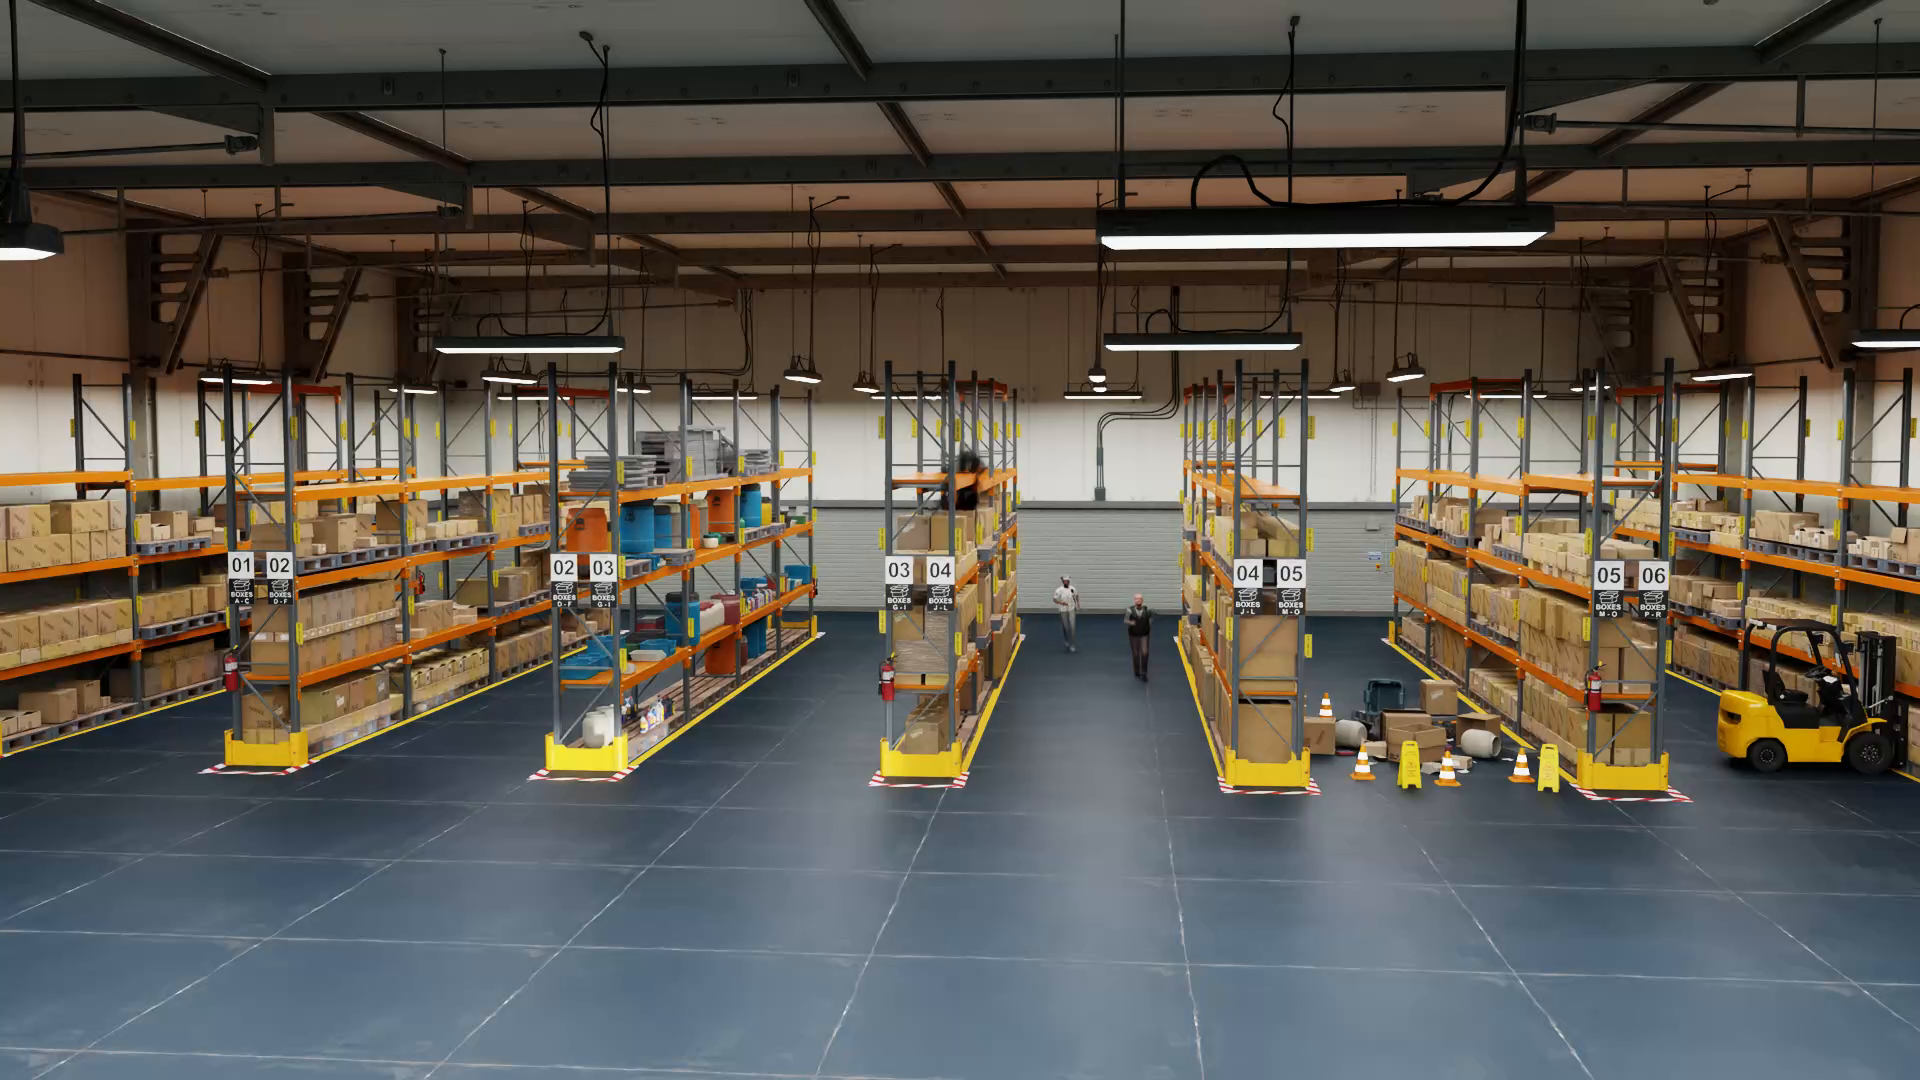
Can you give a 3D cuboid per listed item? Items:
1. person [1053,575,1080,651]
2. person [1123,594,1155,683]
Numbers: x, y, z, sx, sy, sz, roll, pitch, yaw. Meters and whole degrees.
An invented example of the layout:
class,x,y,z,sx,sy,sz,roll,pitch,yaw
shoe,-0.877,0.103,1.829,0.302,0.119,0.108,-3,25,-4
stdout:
class,x,y,z,sx,sy,sz,roll,pitch,yaw
person,2.431,1.666,38.067,0.610,1.772,0.732,0,4,-3
person,3.577,1.967,33.237,0.638,1.784,0.777,0,4,7
